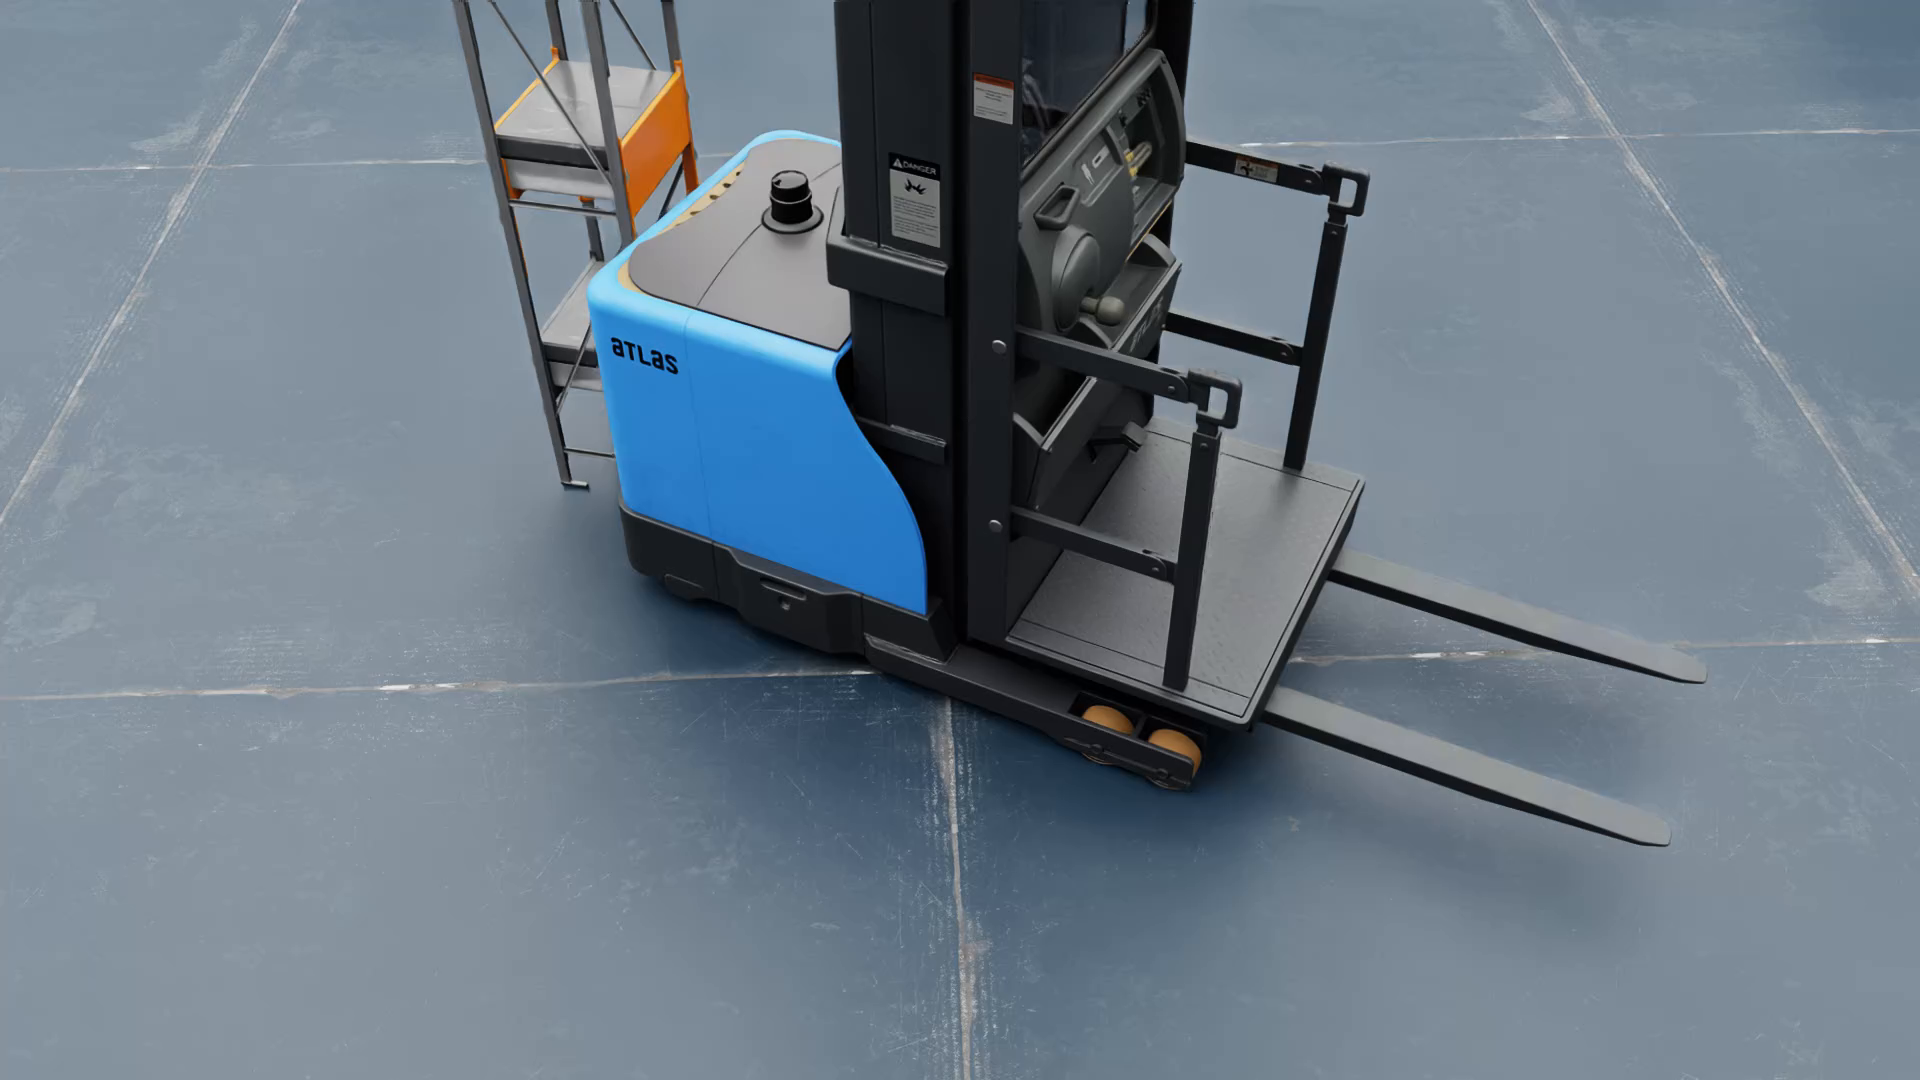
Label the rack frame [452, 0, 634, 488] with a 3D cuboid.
[{"bbox_3d":[-1.122,-0.933,4.711,0.400,2.100,0.015,9,43,10],"label":"rack frame"}]

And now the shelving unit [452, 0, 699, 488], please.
[{"bbox_3d":[-1.064,-1.094,4.885,0.431,2.100,0.503,9,43,10],"label":"shelving unit"}]

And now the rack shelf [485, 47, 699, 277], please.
[{"bbox_3d":[-1.064,-1.084,4.894,0.431,0.518,0.480,9,43,10],"label":"rack shelf"}]

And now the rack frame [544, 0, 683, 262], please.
[{"bbox_3d":[-1.007,-1.254,5.060,0.400,2.100,0.015,9,43,10],"label":"rack frame"}]

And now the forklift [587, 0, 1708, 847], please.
[{"bbox_3d":[0.538,-0.818,3.973,3.031,2.935,1.130,19,46,19],"label":"forklift"}]

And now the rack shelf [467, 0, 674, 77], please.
[{"bbox_3d":[-1.072,-1.601,4.423,0.431,0.518,0.480,9,43,10],"label":"rack shelf"}]

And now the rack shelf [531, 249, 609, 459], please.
[{"bbox_3d":[-1.057,-0.566,5.366,0.431,0.518,0.480,9,43,10],"label":"rack shelf"}]
